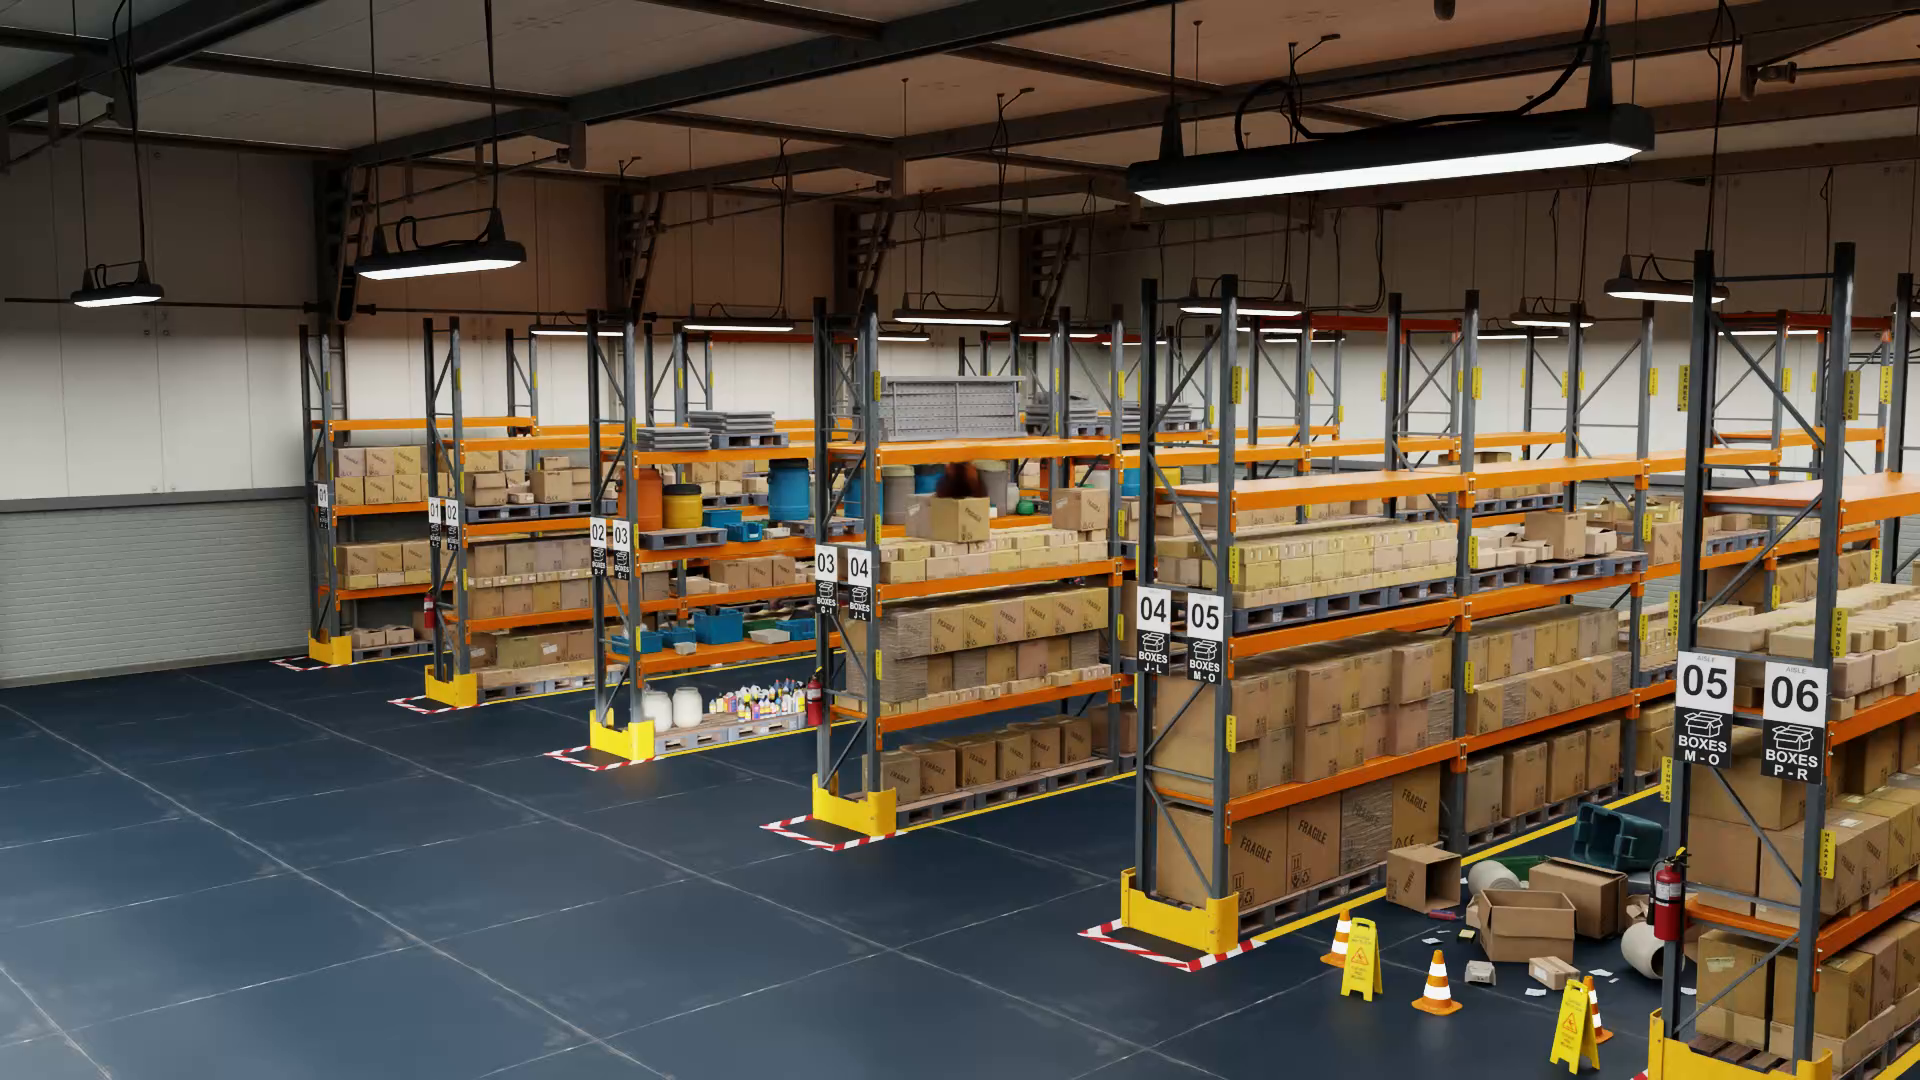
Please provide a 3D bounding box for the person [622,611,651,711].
[{"bbox_3d":[-4.937,1.811,25.530,0.401,1.541,0.805,2,6,23],"label":"person"}]

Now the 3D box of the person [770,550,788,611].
[{"bbox_3d":[-3.657,0.944,33.676,0.422,1.626,0.840,6,8,44],"label":"person"}]
